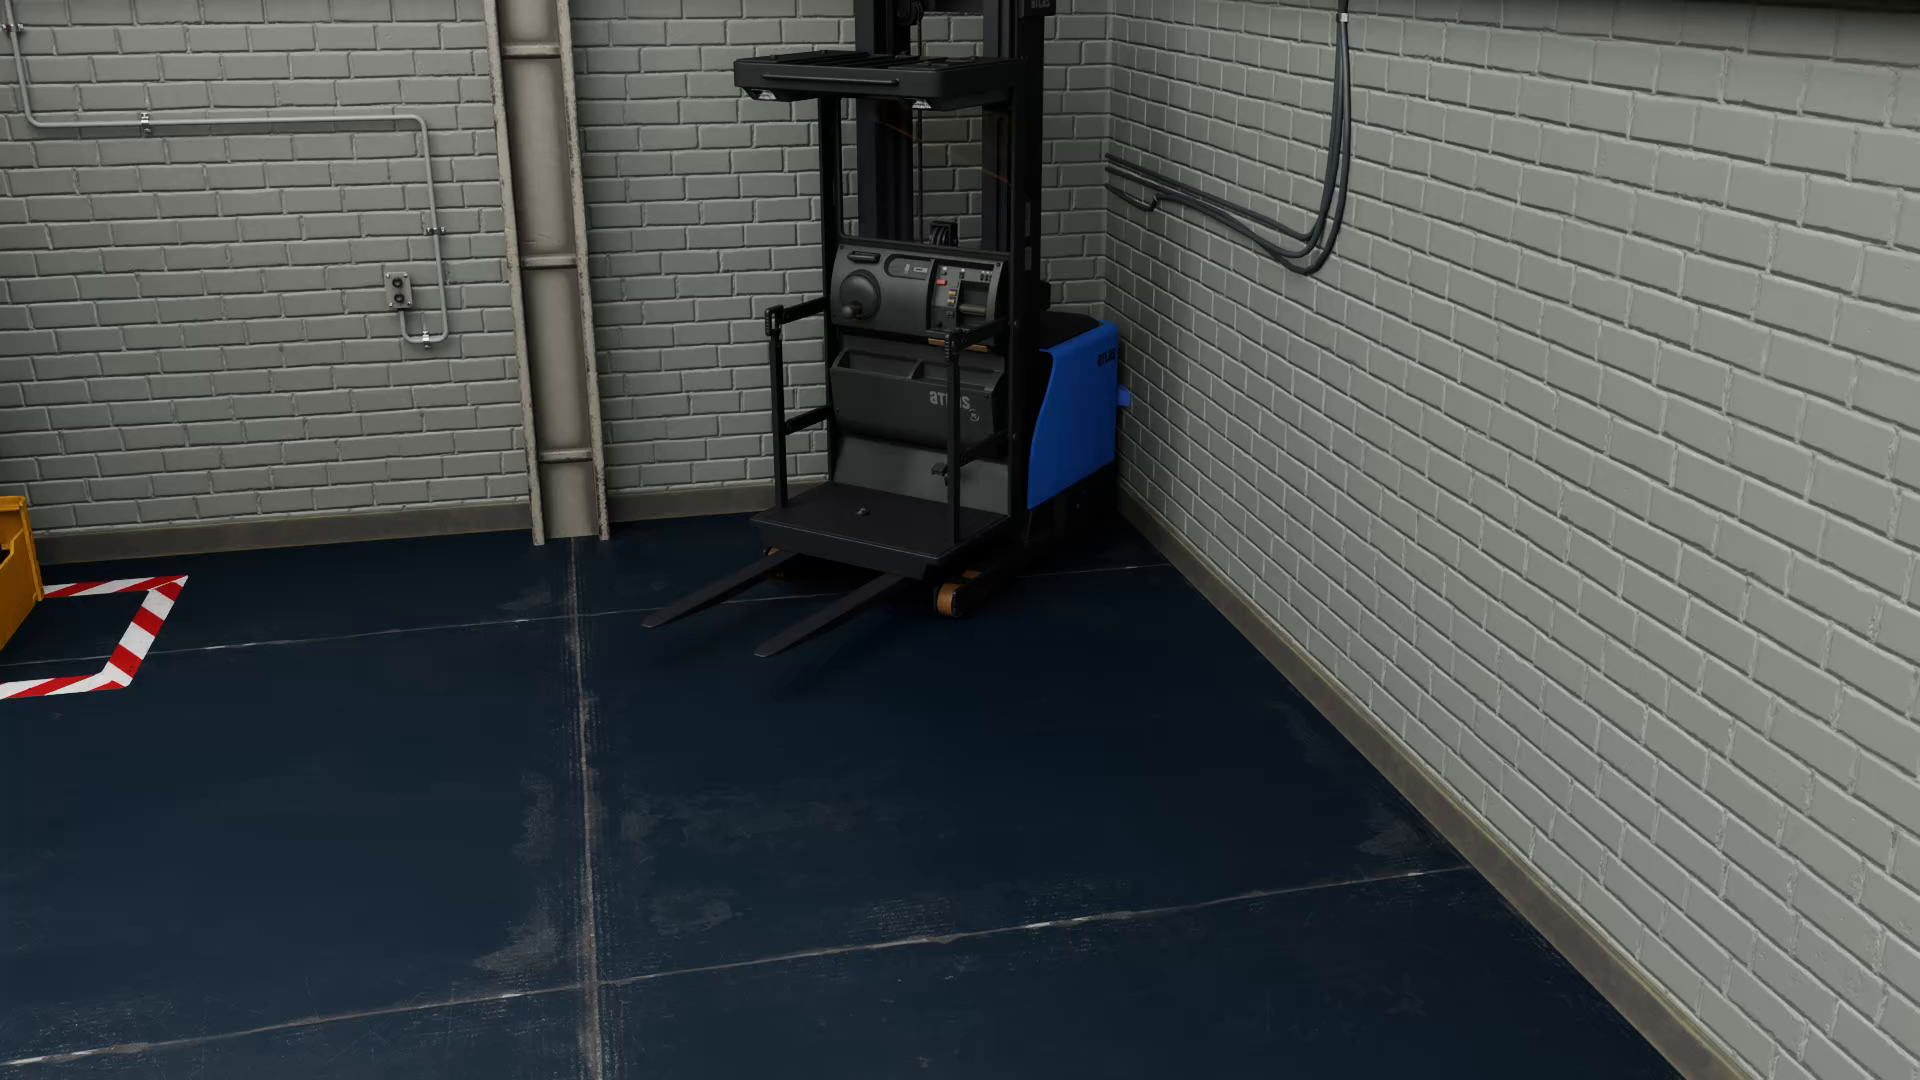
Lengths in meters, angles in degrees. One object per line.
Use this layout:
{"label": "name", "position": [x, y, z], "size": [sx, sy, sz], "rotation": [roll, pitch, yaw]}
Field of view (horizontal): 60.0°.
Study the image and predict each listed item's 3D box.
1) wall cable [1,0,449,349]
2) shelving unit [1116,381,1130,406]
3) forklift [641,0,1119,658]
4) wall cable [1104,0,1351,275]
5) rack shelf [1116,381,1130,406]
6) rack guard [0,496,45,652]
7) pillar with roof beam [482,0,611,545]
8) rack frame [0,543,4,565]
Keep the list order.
{"label": "wall cable", "position": [-3.482, -1.840, 7.999], "size": [1.851, 1.984, 0.084], "rotation": [-5, 21, -12]}
{"label": "shelving unit", "position": [0.680, -1.060, 9.368], "size": [1.048, 1.500, 0.538], "rotation": [13, 27, 29]}
{"label": "forklift", "position": [-0.320, -1.191, 7.805], "size": [1.130, 2.935, 3.031], "rotation": [12, 23, 29]}
{"label": "wall cable", "position": [1.076, -2.632, 7.430], "size": [0.112, 2.526, 3.097], "rotation": [-5, 21, -12]}
{"label": "rack shelf", "position": [0.683, -0.895, 9.439], "size": [1.000, 0.185, 0.538], "rotation": [13, 27, 29]}
{"label": "rack guard", "position": [-4.487, 0.227, 7.467], "size": [0.348, 0.500, 1.175], "rotation": [-5, 21, -12]}
{"label": "pillar with roof beam", "position": [-1.092, -2.824, 3.440], "size": [0.400, 9.000, 9.100], "rotation": [-5, 21, -12]}
{"label": "rack frame", "position": [-4.511, -0.945, 7.032], "size": [0.127, 3.000, 1.000], "rotation": [-5, 21, -12]}
